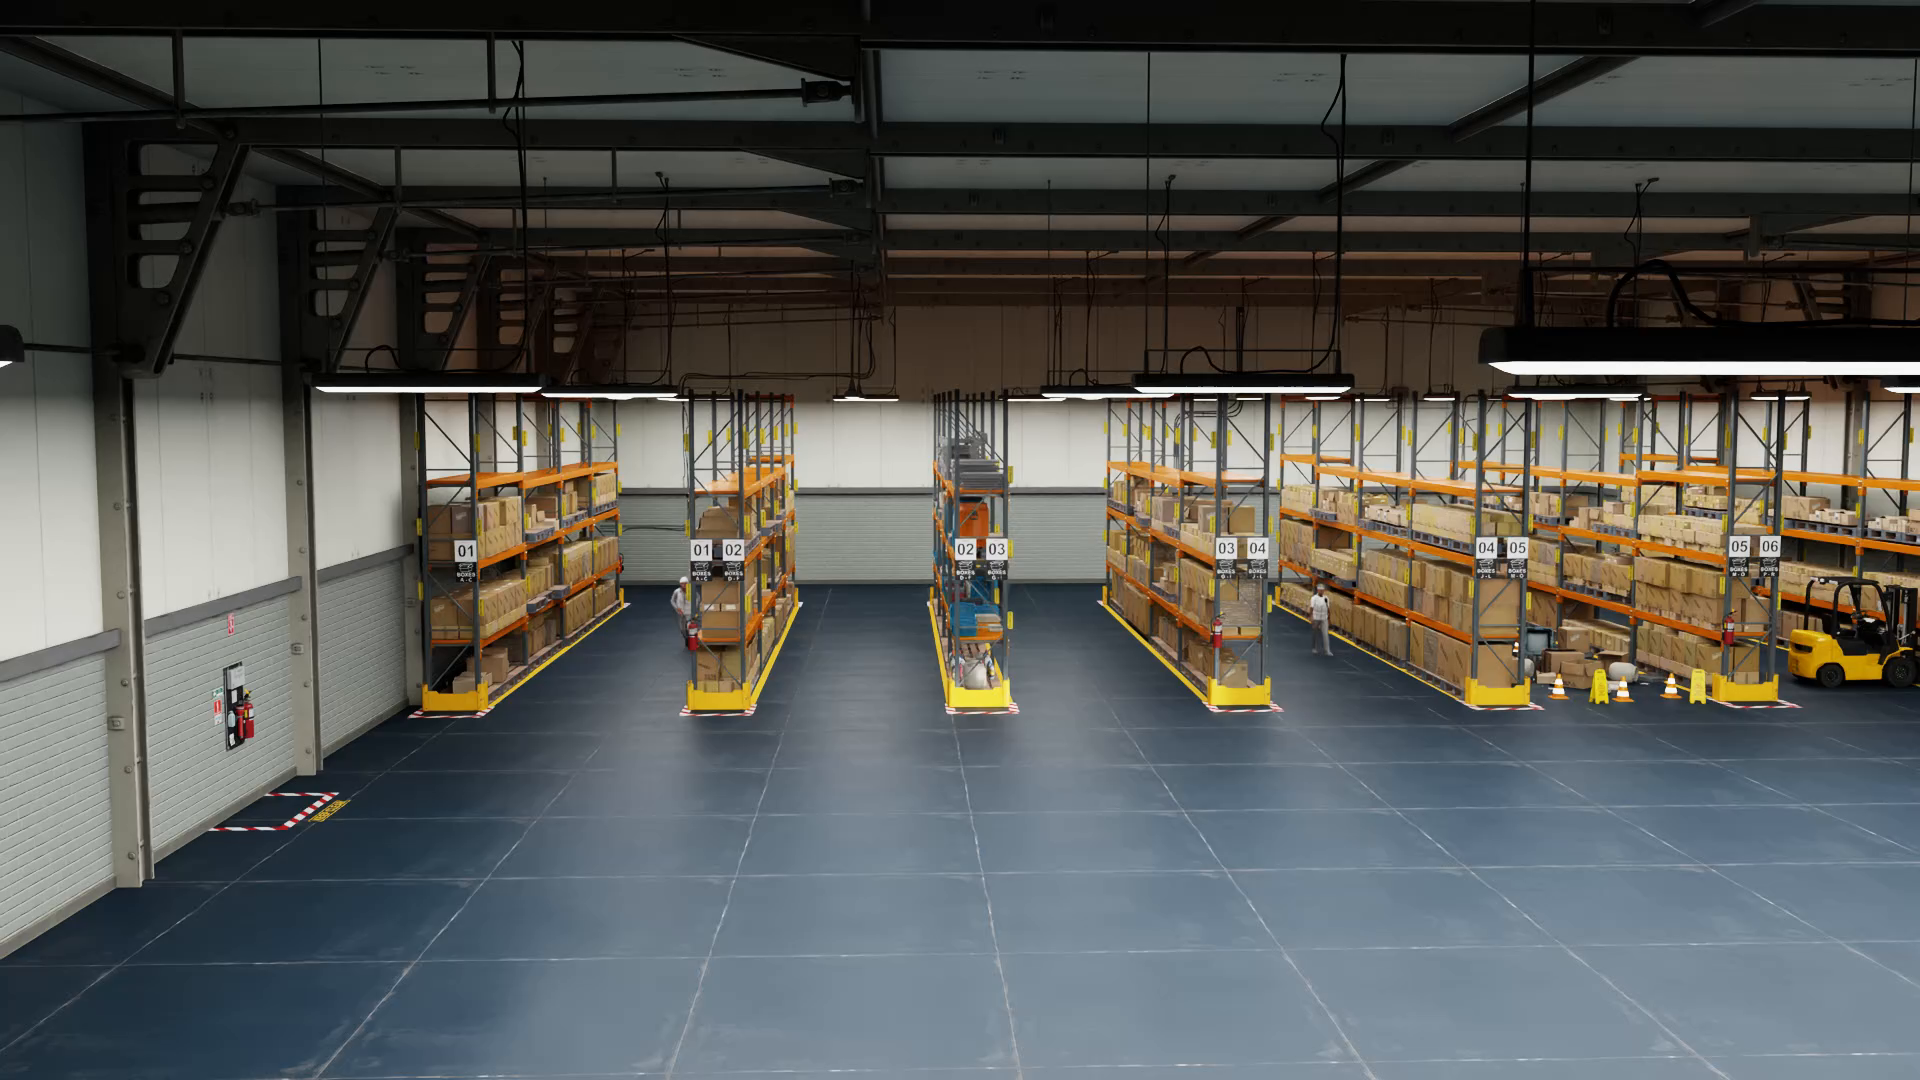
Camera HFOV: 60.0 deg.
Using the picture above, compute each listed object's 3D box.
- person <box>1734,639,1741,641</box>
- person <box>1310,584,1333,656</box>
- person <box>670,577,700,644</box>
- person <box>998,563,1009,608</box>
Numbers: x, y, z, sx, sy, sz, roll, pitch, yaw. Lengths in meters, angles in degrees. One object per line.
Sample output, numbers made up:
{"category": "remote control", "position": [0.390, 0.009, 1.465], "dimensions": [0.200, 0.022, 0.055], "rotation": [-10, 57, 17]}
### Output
{"category": "person", "position": [16.882, 1.886, 36.217], "dimensions": [0.574, 1.790, 0.597], "rotation": [-1, 5, -11]}
{"category": "person", "position": [8.197, 1.807, 37.727], "dimensions": [0.521, 1.634, 0.969], "rotation": [0, 5, -1]}
{"category": "person", "position": [-6.459, 1.690, 39.154], "dimensions": [0.612, 1.684, 0.727], "rotation": [1, 5, 8]}
{"category": "person", "position": [1.168, 1.095, 46.904], "dimensions": [0.416, 1.712, 0.533], "rotation": [-1, 5, -12]}
